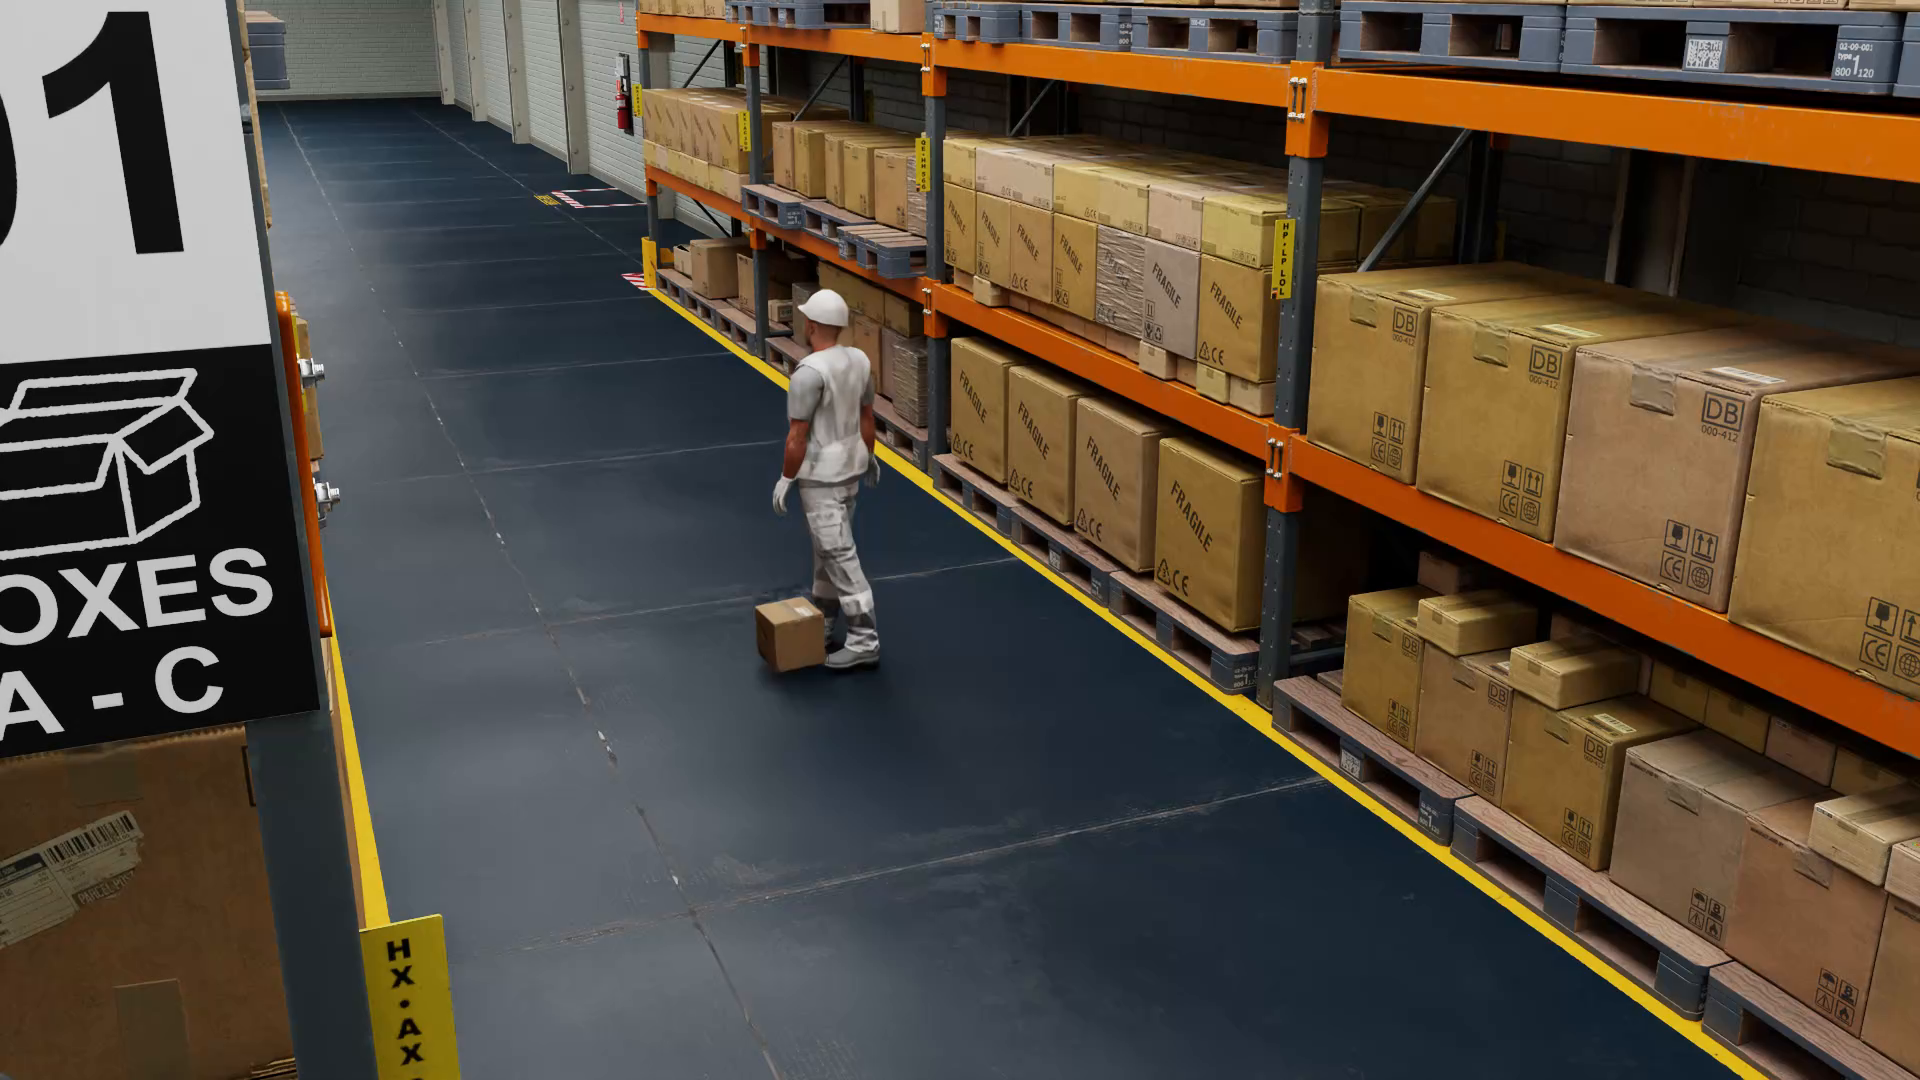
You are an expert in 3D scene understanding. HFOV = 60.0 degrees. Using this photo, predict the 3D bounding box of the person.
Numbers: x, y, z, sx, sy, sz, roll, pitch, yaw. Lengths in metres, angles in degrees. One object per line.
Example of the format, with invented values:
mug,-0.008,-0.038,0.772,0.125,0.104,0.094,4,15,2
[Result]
person,-0.612,-0.308,7.941,0.636,1.790,0.680,10,21,28
